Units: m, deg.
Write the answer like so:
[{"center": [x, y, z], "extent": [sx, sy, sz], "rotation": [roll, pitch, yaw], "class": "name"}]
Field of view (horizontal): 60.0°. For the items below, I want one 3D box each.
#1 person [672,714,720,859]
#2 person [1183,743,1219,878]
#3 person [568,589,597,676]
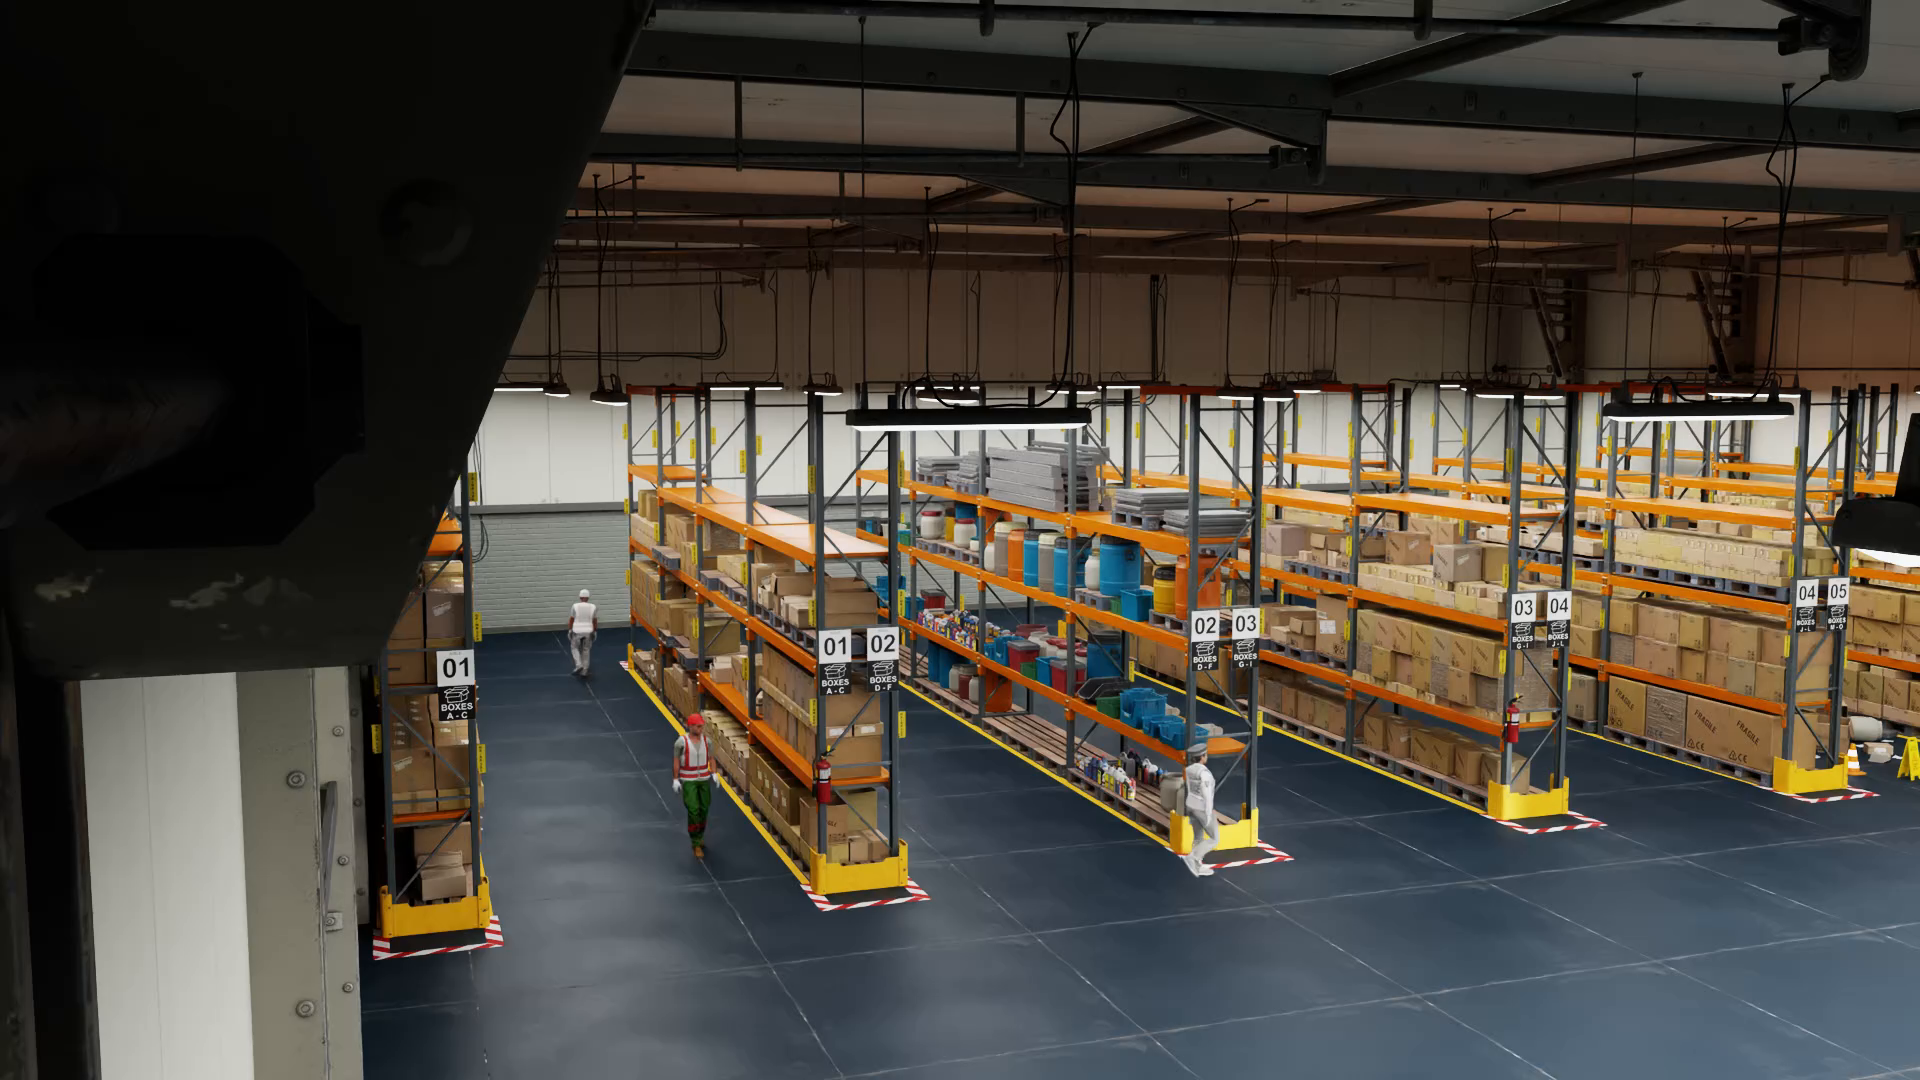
[{"center": [-3.410, 3.204, 21.794], "extent": [0.563, 1.805, 0.670], "rotation": [-4, 7, -32], "class": "person"}, {"center": [2.938, 3.353, 20.614], "extent": [0.523, 1.677, 0.499], "rotation": [-3, 7, -25], "class": "person"}, {"center": [-7.739, 1.908, 34.135], "extent": [0.598, 1.782, 0.514], "rotation": [-2, 6, -18], "class": "person"}]
